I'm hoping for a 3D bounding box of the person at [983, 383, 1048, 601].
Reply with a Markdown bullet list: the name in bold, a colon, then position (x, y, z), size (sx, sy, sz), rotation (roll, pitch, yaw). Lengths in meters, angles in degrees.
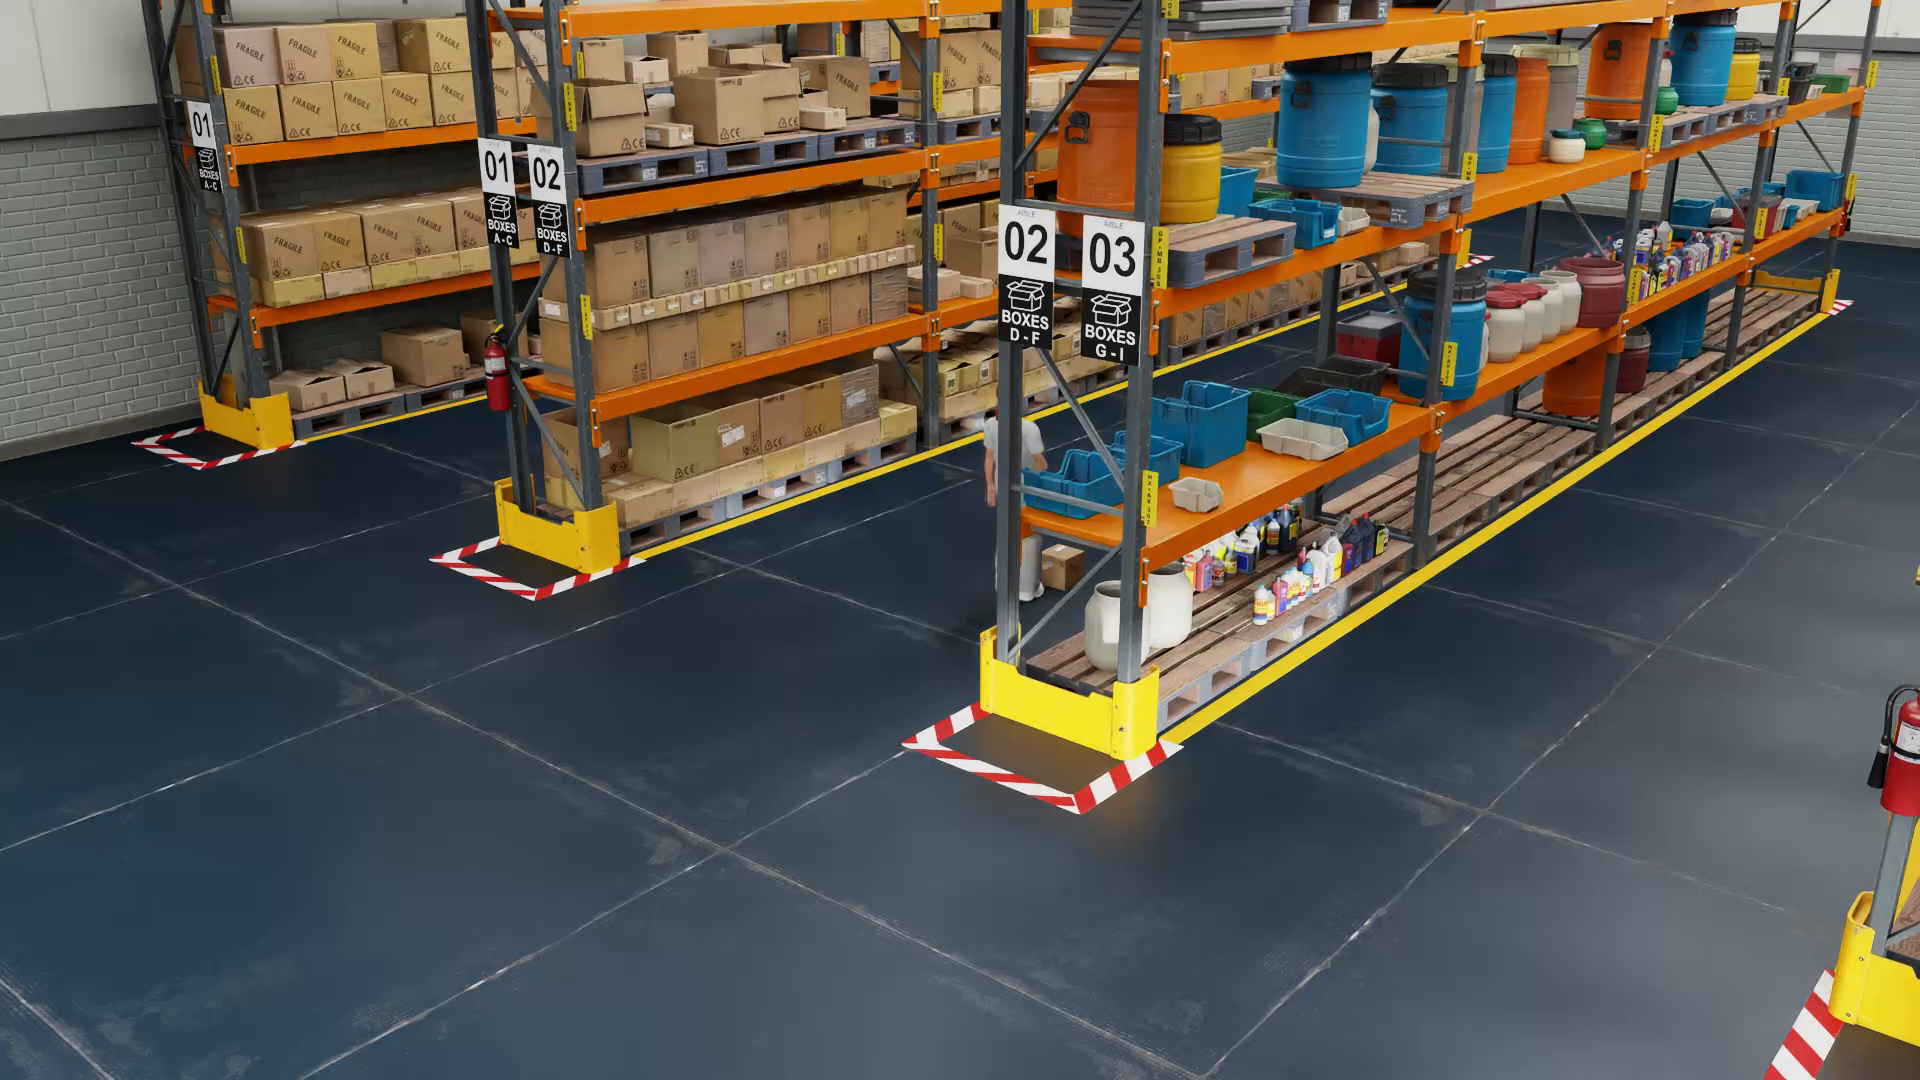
- **person**: position (0.434, -0.357, 12.033), size (0.476, 1.689, 0.524), rotation (12, 23, 29)
